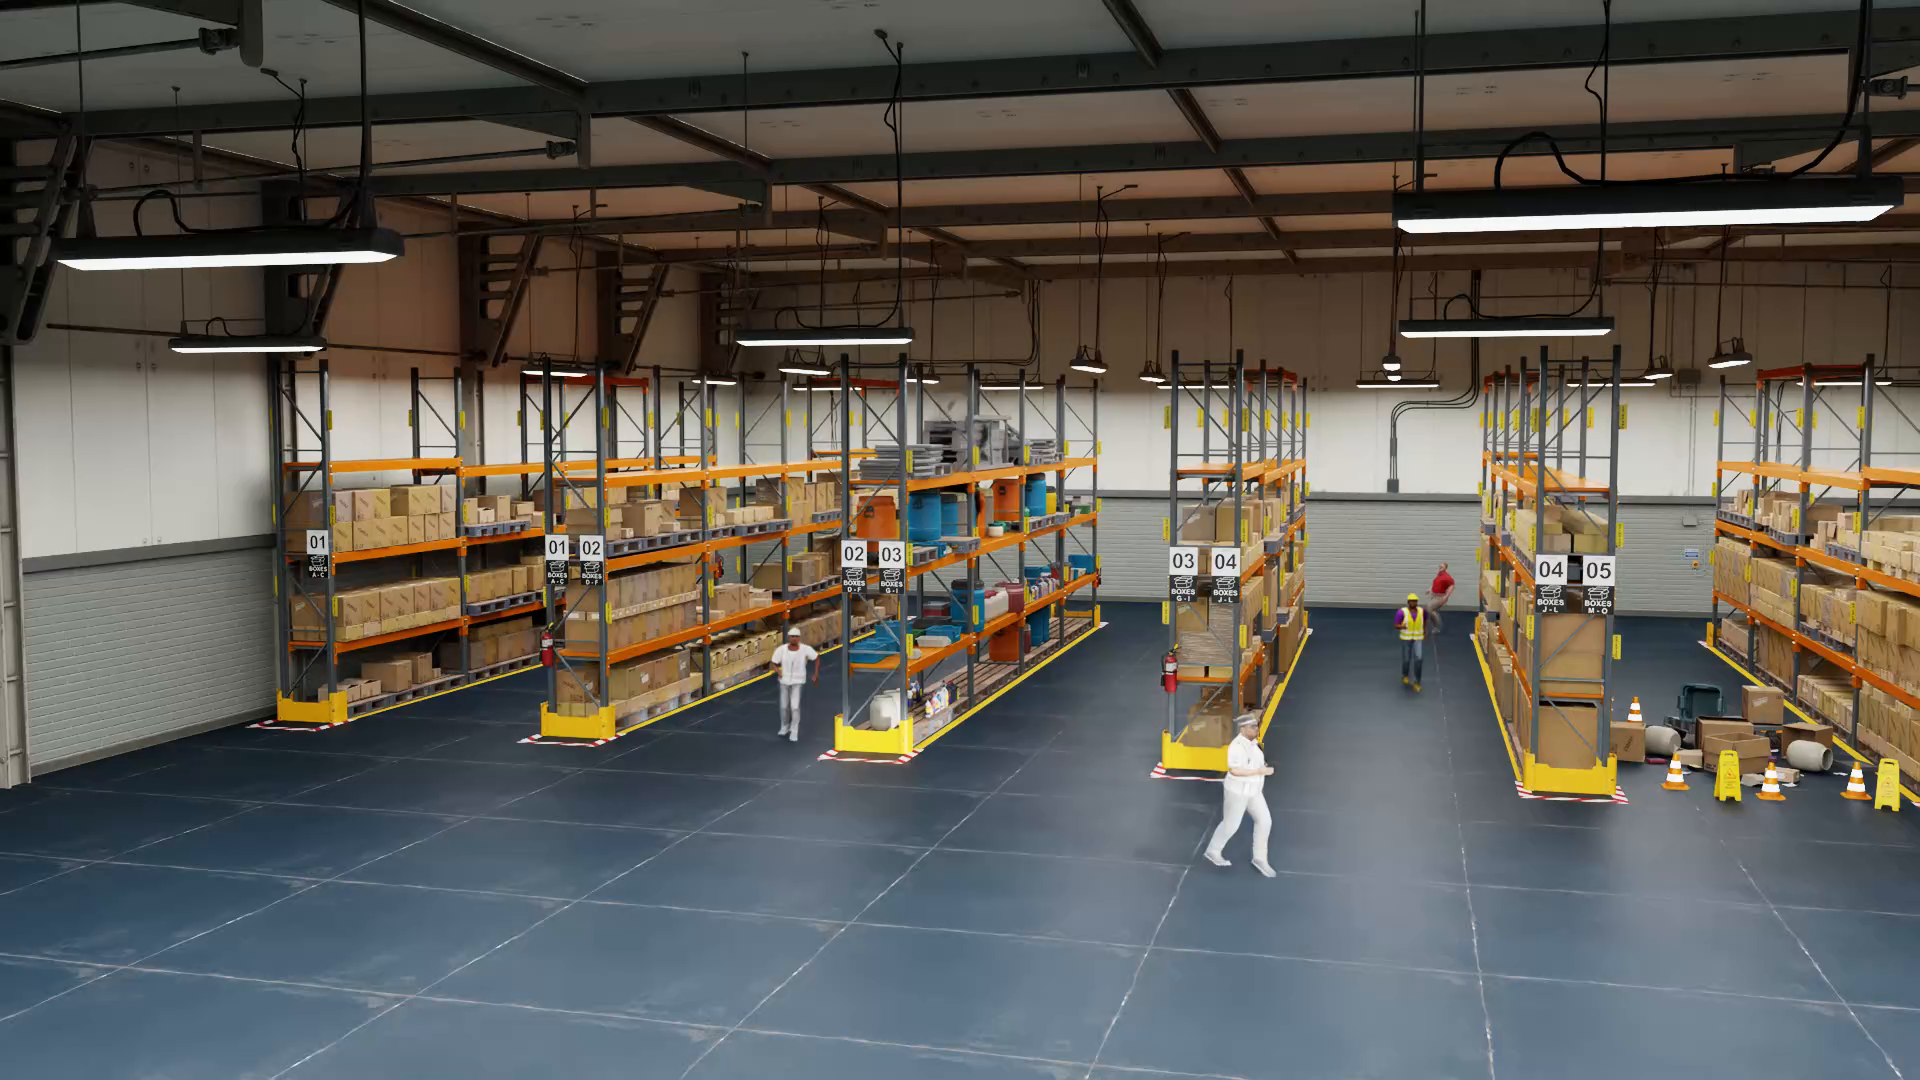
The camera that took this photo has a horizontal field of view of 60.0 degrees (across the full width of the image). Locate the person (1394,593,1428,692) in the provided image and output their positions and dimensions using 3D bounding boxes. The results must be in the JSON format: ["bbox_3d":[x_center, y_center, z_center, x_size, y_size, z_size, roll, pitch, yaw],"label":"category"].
[{"bbox_3d":[8.416,1.890,31.010,0.635,1.815,0.841,1,4,9],"label":"person"}]

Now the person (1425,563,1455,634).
[{"bbox_3d":[11.201,1.379,39.017,0.588,1.701,0.716,0,4,-5],"label":"person"}]

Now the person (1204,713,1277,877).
[{"bbox_3d":[3.124,2.803,18.363,0.866,1.833,0.603,4,6,43],"label":"person"}]

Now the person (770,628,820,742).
[{"bbox_3d":[-2.597,2.279,26.042,0.755,1.827,0.650,0,4,3],"label":"person"}]
